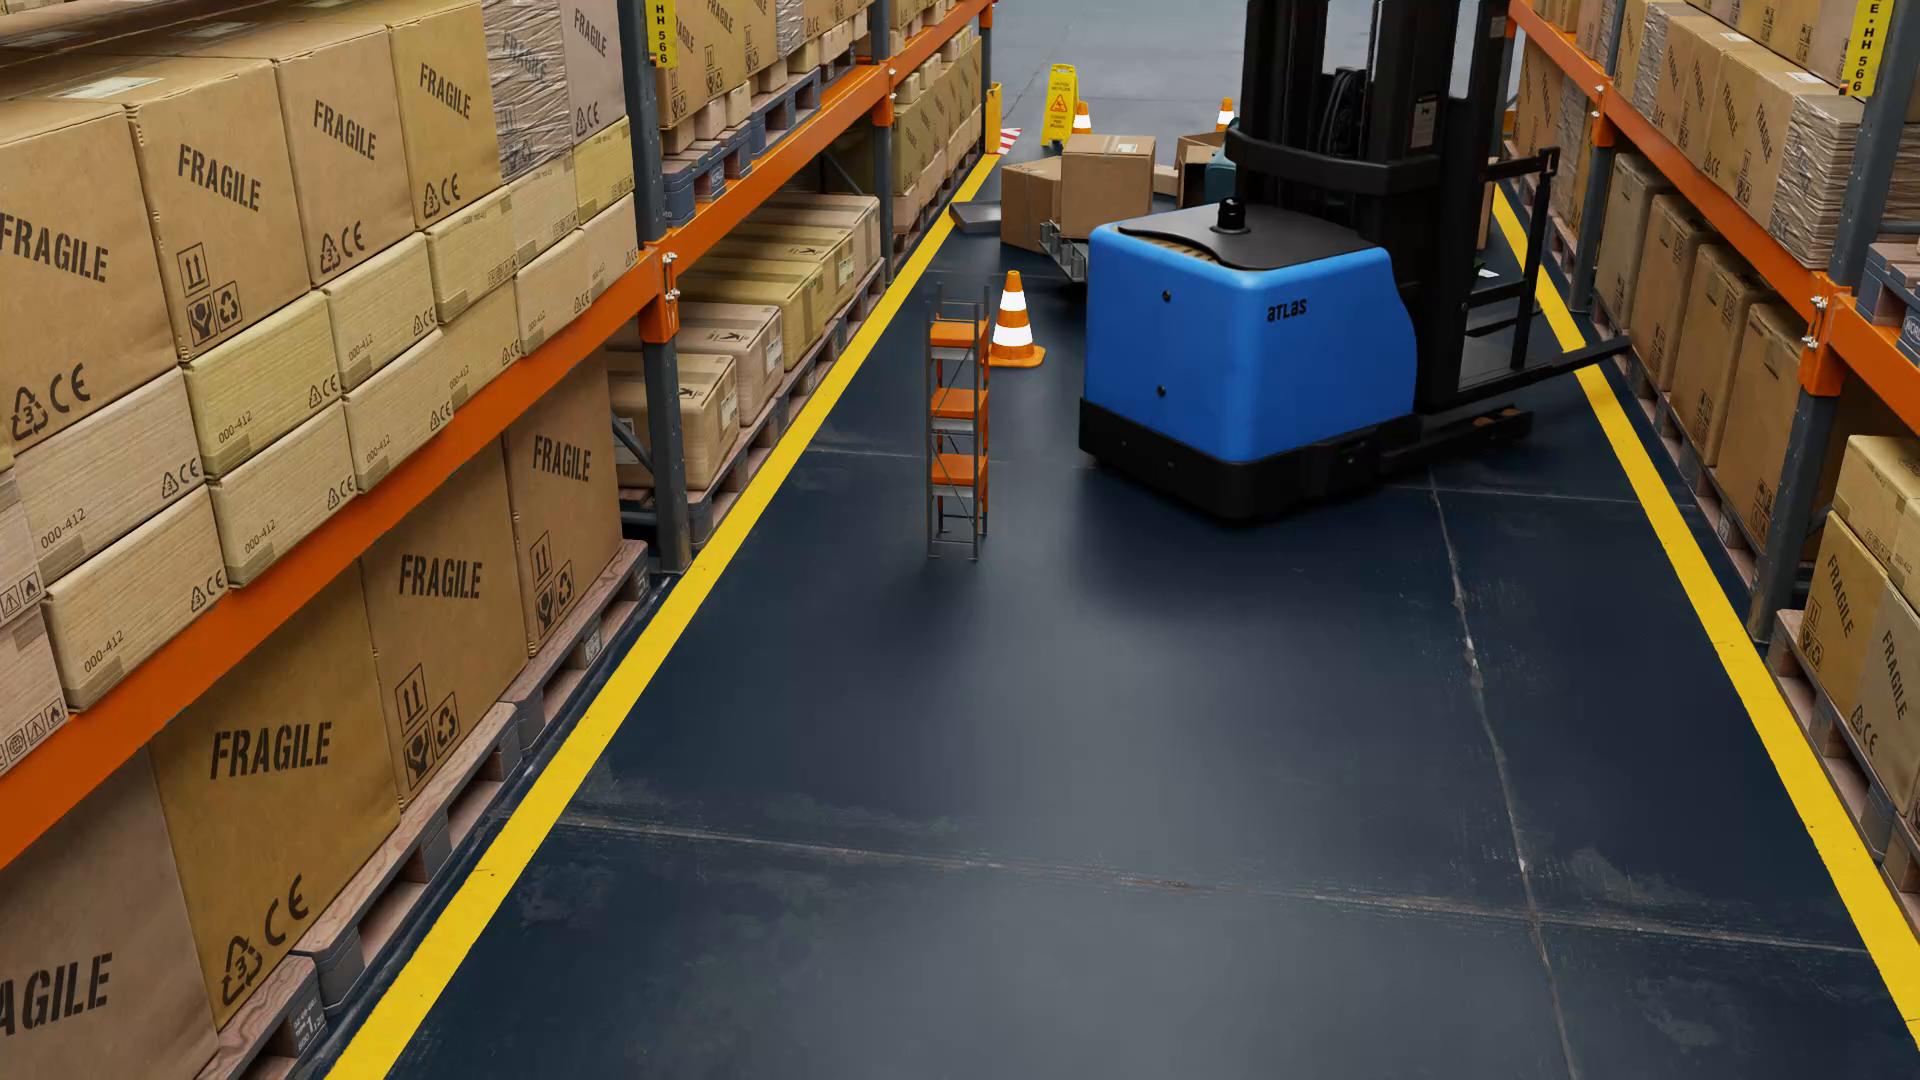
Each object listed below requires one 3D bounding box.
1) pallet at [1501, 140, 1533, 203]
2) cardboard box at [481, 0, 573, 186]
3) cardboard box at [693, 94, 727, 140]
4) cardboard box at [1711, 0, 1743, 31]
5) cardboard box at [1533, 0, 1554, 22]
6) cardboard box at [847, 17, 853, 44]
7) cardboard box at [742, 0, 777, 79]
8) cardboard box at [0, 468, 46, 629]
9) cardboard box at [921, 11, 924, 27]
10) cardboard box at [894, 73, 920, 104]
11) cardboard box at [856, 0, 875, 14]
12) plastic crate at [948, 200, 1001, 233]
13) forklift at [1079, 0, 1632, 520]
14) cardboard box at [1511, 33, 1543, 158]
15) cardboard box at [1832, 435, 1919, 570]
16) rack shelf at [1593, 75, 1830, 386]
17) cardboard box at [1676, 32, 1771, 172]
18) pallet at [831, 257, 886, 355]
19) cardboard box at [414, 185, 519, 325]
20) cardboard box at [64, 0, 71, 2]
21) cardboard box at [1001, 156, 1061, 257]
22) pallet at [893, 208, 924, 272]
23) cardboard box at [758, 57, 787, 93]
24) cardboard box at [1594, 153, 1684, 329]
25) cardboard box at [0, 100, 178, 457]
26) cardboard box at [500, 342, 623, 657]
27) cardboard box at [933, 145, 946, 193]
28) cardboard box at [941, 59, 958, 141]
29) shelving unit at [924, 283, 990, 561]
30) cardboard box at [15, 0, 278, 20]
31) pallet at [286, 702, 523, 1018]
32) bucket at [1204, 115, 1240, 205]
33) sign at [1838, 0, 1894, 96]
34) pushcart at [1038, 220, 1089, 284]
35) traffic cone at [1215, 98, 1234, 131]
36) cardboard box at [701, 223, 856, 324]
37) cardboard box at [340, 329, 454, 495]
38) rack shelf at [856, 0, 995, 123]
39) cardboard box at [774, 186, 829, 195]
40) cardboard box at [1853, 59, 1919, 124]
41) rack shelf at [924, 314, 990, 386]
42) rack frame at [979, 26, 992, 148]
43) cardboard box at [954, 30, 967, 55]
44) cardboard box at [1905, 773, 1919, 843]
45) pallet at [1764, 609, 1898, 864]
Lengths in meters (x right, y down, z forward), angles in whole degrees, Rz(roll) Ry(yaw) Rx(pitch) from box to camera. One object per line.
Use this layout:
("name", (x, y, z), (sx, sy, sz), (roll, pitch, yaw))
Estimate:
("pallet", (4.597, -2.716, 12.304), (1.003, 0.211, 1.213), (4, 25, 9))
("cardboard box", (-1.459, -1.322, 4.740), (0.500, 0.500, 0.500), (4, 25, 9))
("cardboard box", (-1.150, -1.700, 6.646), (0.380, 0.149, 0.250), (2, 25, 5))
("cardboard box", (3.757, -2.510, 7.276), (0.700, 0.500, 0.500), (4, 25, 9))
("cardboard box", (4.351, -3.772, 11.092), (0.875, 0.550, 0.550), (4, 25, 9))
("cardboard box", (-0.775, -2.680, 8.738), (0.380, 0.149, 0.250), (3, 25, 7))
("cardboard box", (-1.096, -2.257, 7.070), (0.500, 0.500, 0.500), (4, 25, 9))
("cardboard box", (-1.860, 0.076, 2.636), (0.500, 0.250, 0.500), (3, 25, 7))
("cardboard box", (-0.444, -3.380, 10.728), (0.380, 0.149, 0.250), (4, 25, 8))
("cardboard box", (-0.460, -2.801, 10.295), (0.380, 0.149, 0.250), (4, 25, 9))
("cardboard box", (-0.752, -3.108, 8.887), (0.500, 0.500, 0.500), (4, 25, 8))
("plastic crate", (0.163, -2.224, 11.408), (0.402, 0.080, 0.583), (-5, 25, -10))
("forklift", (2.030, -1.884, 7.319), (3.031, 2.935, 1.130), (-17, 30, -32))
("cardboard box", (4.605, -3.259, 12.185), (0.875, 0.875, 0.875), (4, 25, 9))
("cardboard box", (2.992, -0.099, 4.992), (0.500, 0.250, 0.500), (3, 25, 6))
("rack shelf", (3.670, -1.484, 7.230), (1.077, 0.370, 4.000), (4, 25, 9))
("cardboard box", (3.397, -1.858, 7.062), (0.500, 0.500, 0.500), (4, 25, 9))
("pallet", (-1.029, -1.358, 9.403), (1.003, 0.211, 1.213), (4, 25, 9))
("cardboard box", (-1.529, -0.782, 4.469), (0.500, 0.250, 0.500), (3, 25, 7))
("cardboard box", (-5.470, -3.502, 10.575), (0.500, 0.500, 0.500), (3, 25, 7))
("cardboard box", (0.615, -2.170, 10.793), (0.500, 0.500, 0.500), (-20, 32, -36))
("pallet", (-0.828, -1.967, 10.704), (1.003, 0.211, 1.213), (4, 25, 9))
("cardboard box", (-1.008, -2.146, 7.597), (0.380, 0.149, 0.250), (5, 26, 10))
("cardboard box", (3.985, -1.552, 8.685), (1.050, 0.750, 0.750), (4, 25, 8))
("cardboard box", (-1.799, -0.478, 2.935), (0.500, 0.500, 0.500), (4, 25, 8))
("cardboard box", (-1.751, -0.219, 5.690), (0.875, 0.875, 0.875), (4, 25, 8))
("cardboard box", (-0.380, -2.566, 11.441), (0.500, 0.250, 0.500), (4, 25, 8))
("cardboard box", (-0.294, -3.122, 11.745), (0.500, 0.500, 0.500), (3, 25, 7))
("shelving unit", (-0.009, -0.453, 6.480), (0.215, 1.050, 0.252), (4, 25, 9))
("cardboard box", (-2.050, -1.159, 4.391), (0.500, 0.500, 0.500), (5, 25, 10))
("pallet", (-1.961, 0.822, 4.744), (1.003, 0.211, 1.213), (4, 25, 9))
("bucket", (1.745, -2.069, 9.699), (0.726, 0.611, 0.620), (13, 38, 26))
("sign", (2.795, -1.535, 5.125), (0.100, 0.325, 0.005), (4, 25, 9))
("pushcart", (1.355, -1.622, 9.770), (1.648, 0.377, 0.936), (-5, 25, -10))
("traffic cone", (2.104, -3.267, 13.183), (0.336, 0.463, 0.334), (4, 25, 9))
("cardboard box", (-1.100, -1.426, 8.863), (0.950, 0.372, 0.625), (6, 26, 12))
("cardboard box", (-1.605, -0.337, 4.108), (0.500, 0.250, 0.500), (4, 25, 8))
("rack shelf", (-0.576, -3.457, 11.447), (1.077, 0.370, 4.000), (4, 25, 9))
("cardboard box", (-1.071, -2.158, 10.569), (0.500, 0.250, 0.500), (5, 26, 11))
("cardboard box", (3.427, -1.658, 5.457), (0.700, 0.500, 0.500), (4, 25, 8))
("rack shelf", (-0.009, -0.701, 6.364), (0.215, 0.259, 0.240), (4, 25, 9))
("rack frame", (-0.249, -4.620, 13.081), (1.000, 3.000, 0.127), (4, 25, 9))
("cardboard box", (-0.161, -3.582, 11.962), (0.380, 0.149, 0.250), (4, 25, 9))
("cardboard box", (2.818, 0.672, 4.228), (0.500, 0.500, 0.500), (3, 25, 7))
("pallet", (3.214, 0.617, 5.184), (1.003, 0.211, 1.213), (4, 25, 9))
